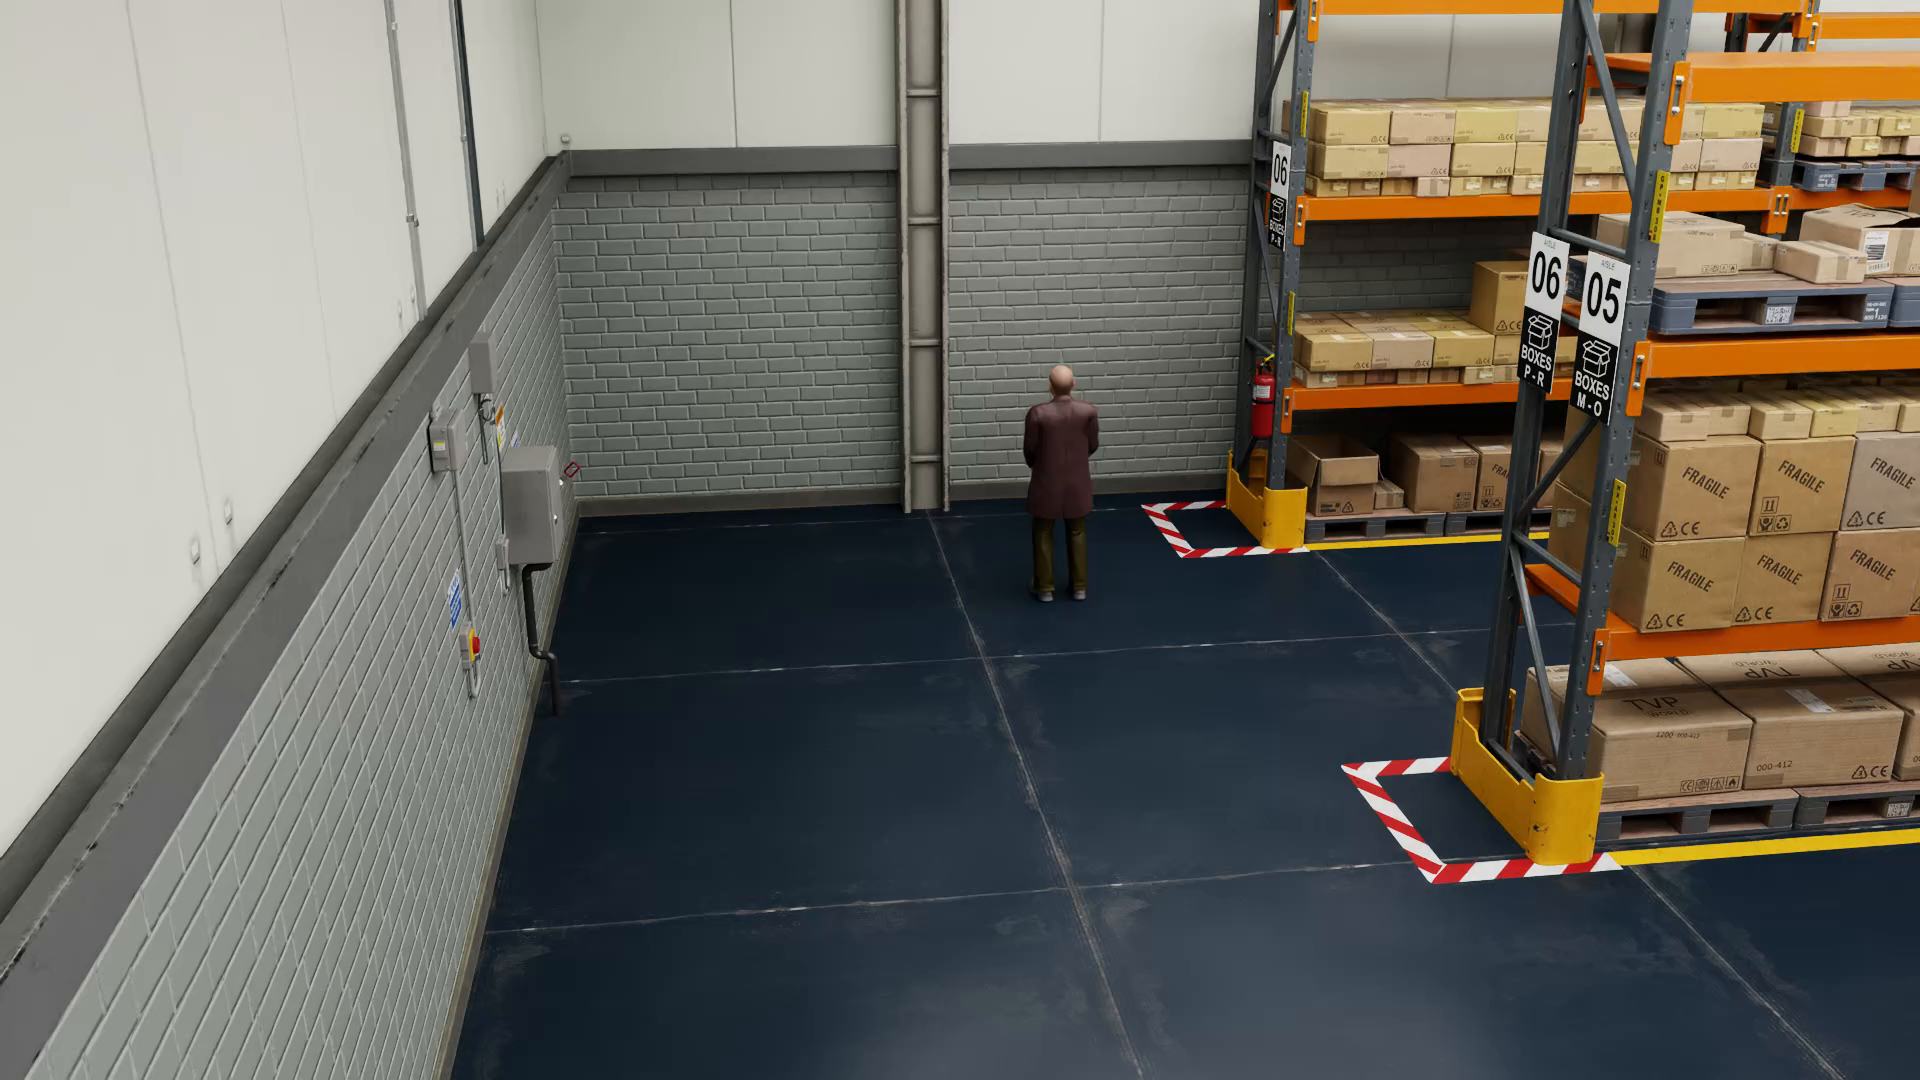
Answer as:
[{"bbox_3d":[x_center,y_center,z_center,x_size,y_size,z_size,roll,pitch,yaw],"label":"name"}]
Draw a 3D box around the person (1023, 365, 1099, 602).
[{"bbox_3d":[0.726,-0.443,12.317,0.569,1.782,0.489,-3,20,-8],"label":"person"}]
